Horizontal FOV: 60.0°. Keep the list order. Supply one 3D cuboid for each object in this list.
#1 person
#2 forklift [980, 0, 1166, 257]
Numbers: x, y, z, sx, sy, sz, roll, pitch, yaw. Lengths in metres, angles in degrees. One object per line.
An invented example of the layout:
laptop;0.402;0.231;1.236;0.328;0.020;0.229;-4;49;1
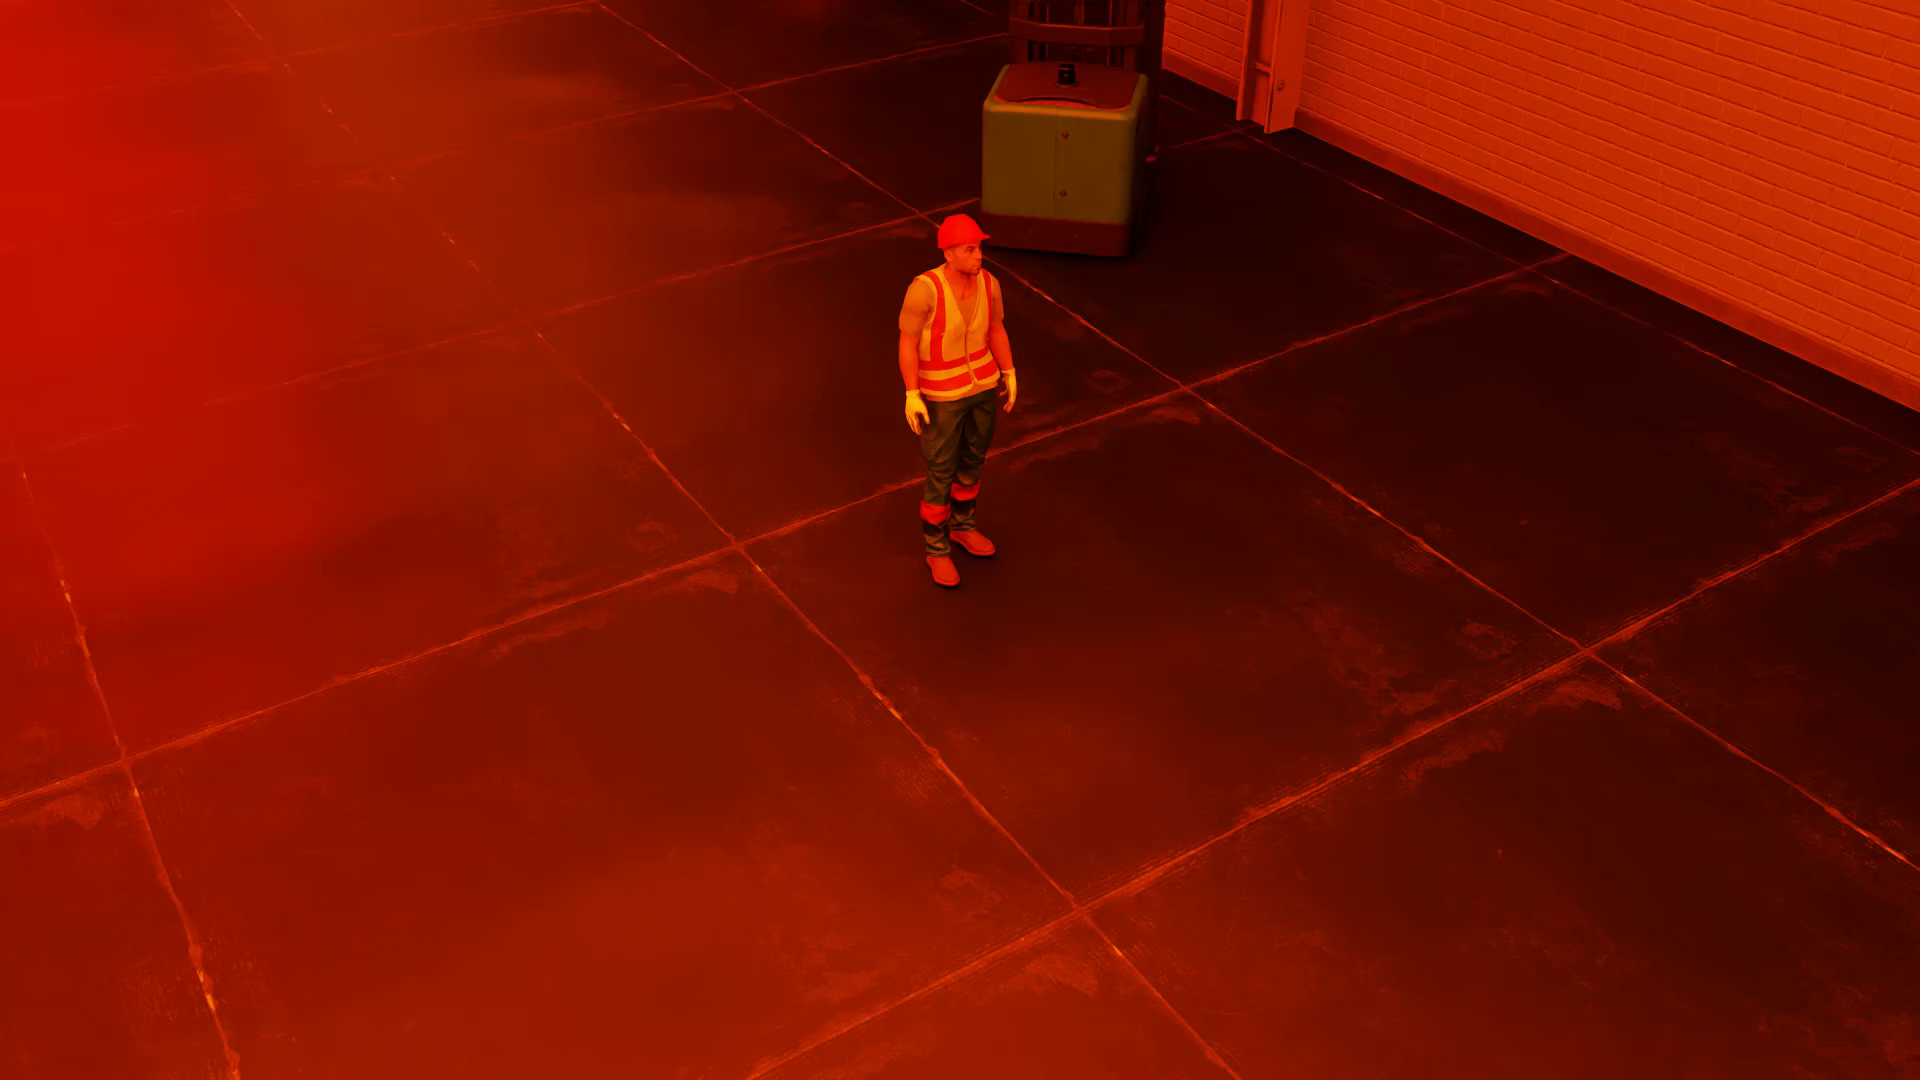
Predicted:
person;0.033;-0.696;8.118;0.637;1.787;0.564;-21;40;-27
forklift;0.935;-3.967;11.794;1.130;2.935;3.031;7;36;9
